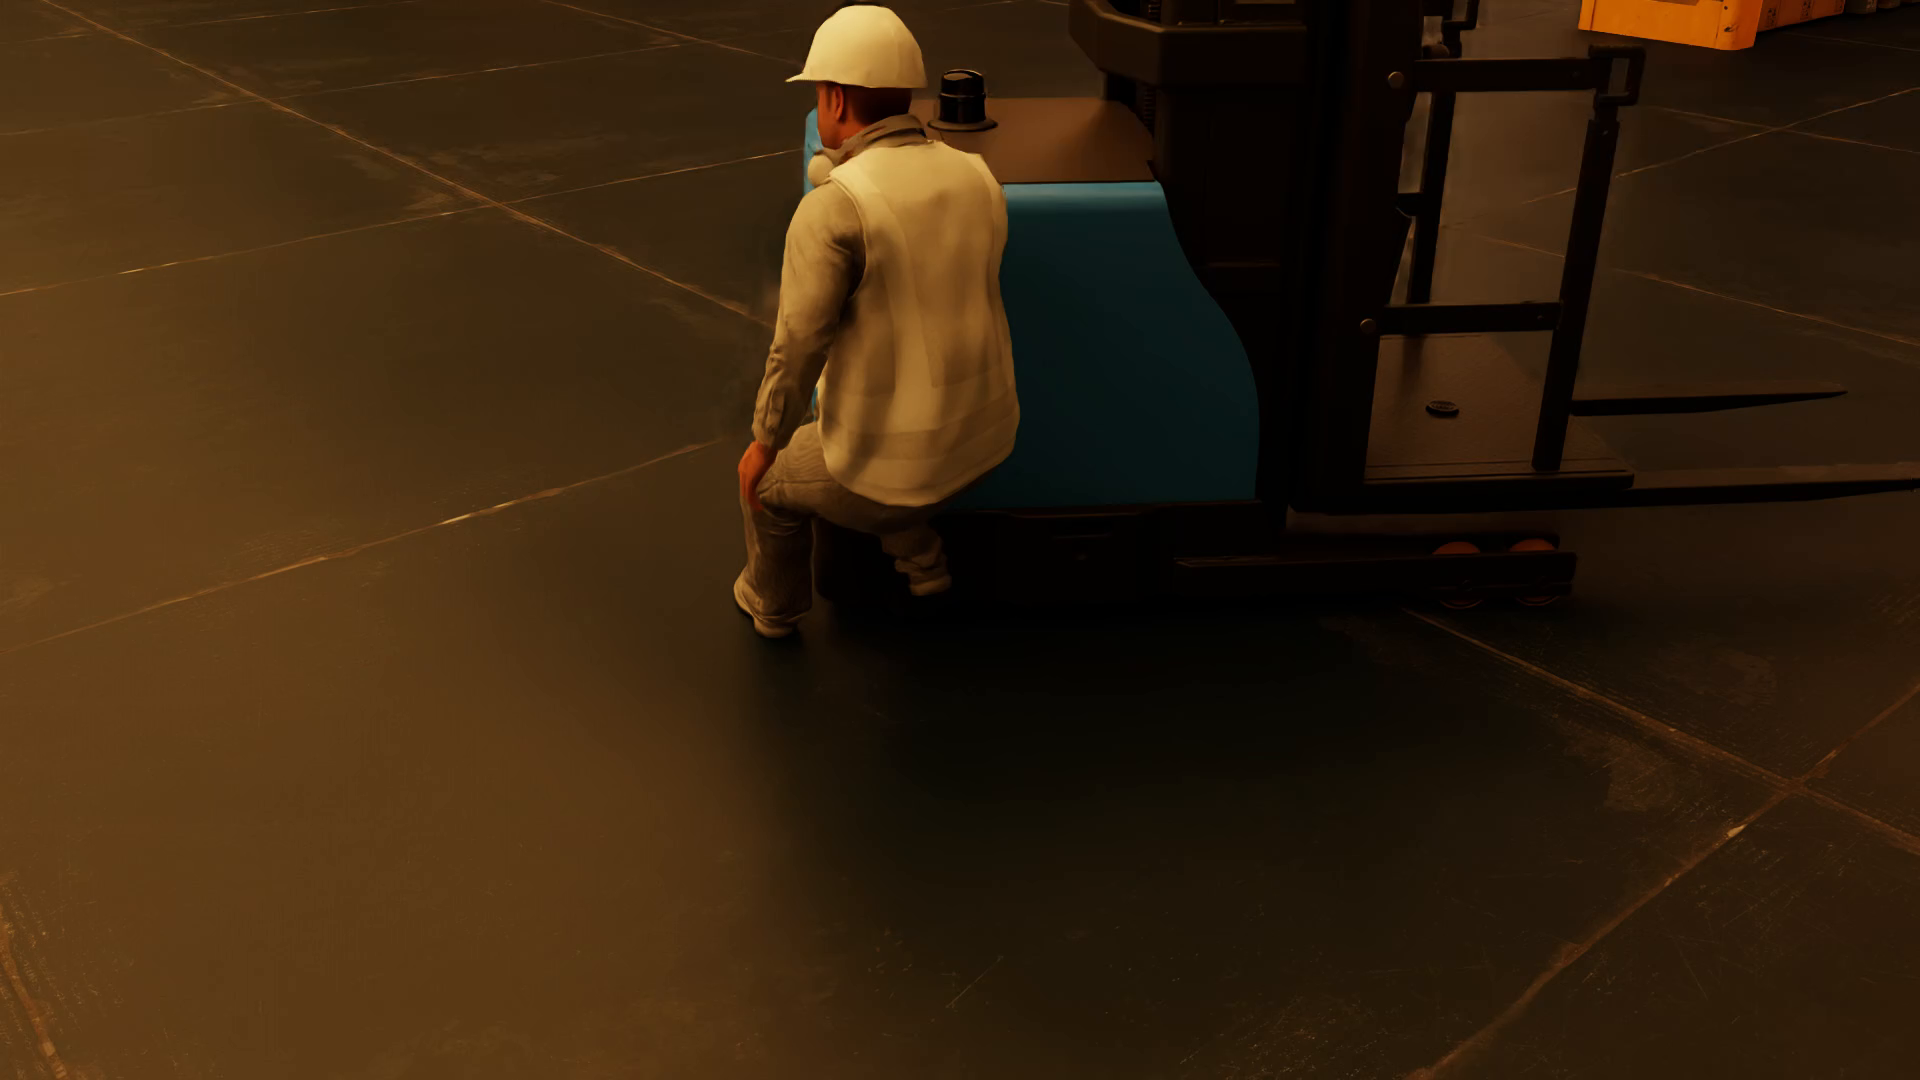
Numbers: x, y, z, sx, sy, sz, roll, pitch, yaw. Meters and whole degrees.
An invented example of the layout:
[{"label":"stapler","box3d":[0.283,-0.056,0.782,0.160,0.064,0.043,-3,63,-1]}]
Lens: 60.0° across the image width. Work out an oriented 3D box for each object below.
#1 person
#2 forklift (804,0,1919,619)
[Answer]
[{"label":"person","box3d":[-0.284,-0.377,3.571,0.921,1.508,0.787,22,34,37]},{"label":"forklift","box3d":[1.118,-1.373,3.971,3.031,2.935,1.130,-2,26,-4]}]
